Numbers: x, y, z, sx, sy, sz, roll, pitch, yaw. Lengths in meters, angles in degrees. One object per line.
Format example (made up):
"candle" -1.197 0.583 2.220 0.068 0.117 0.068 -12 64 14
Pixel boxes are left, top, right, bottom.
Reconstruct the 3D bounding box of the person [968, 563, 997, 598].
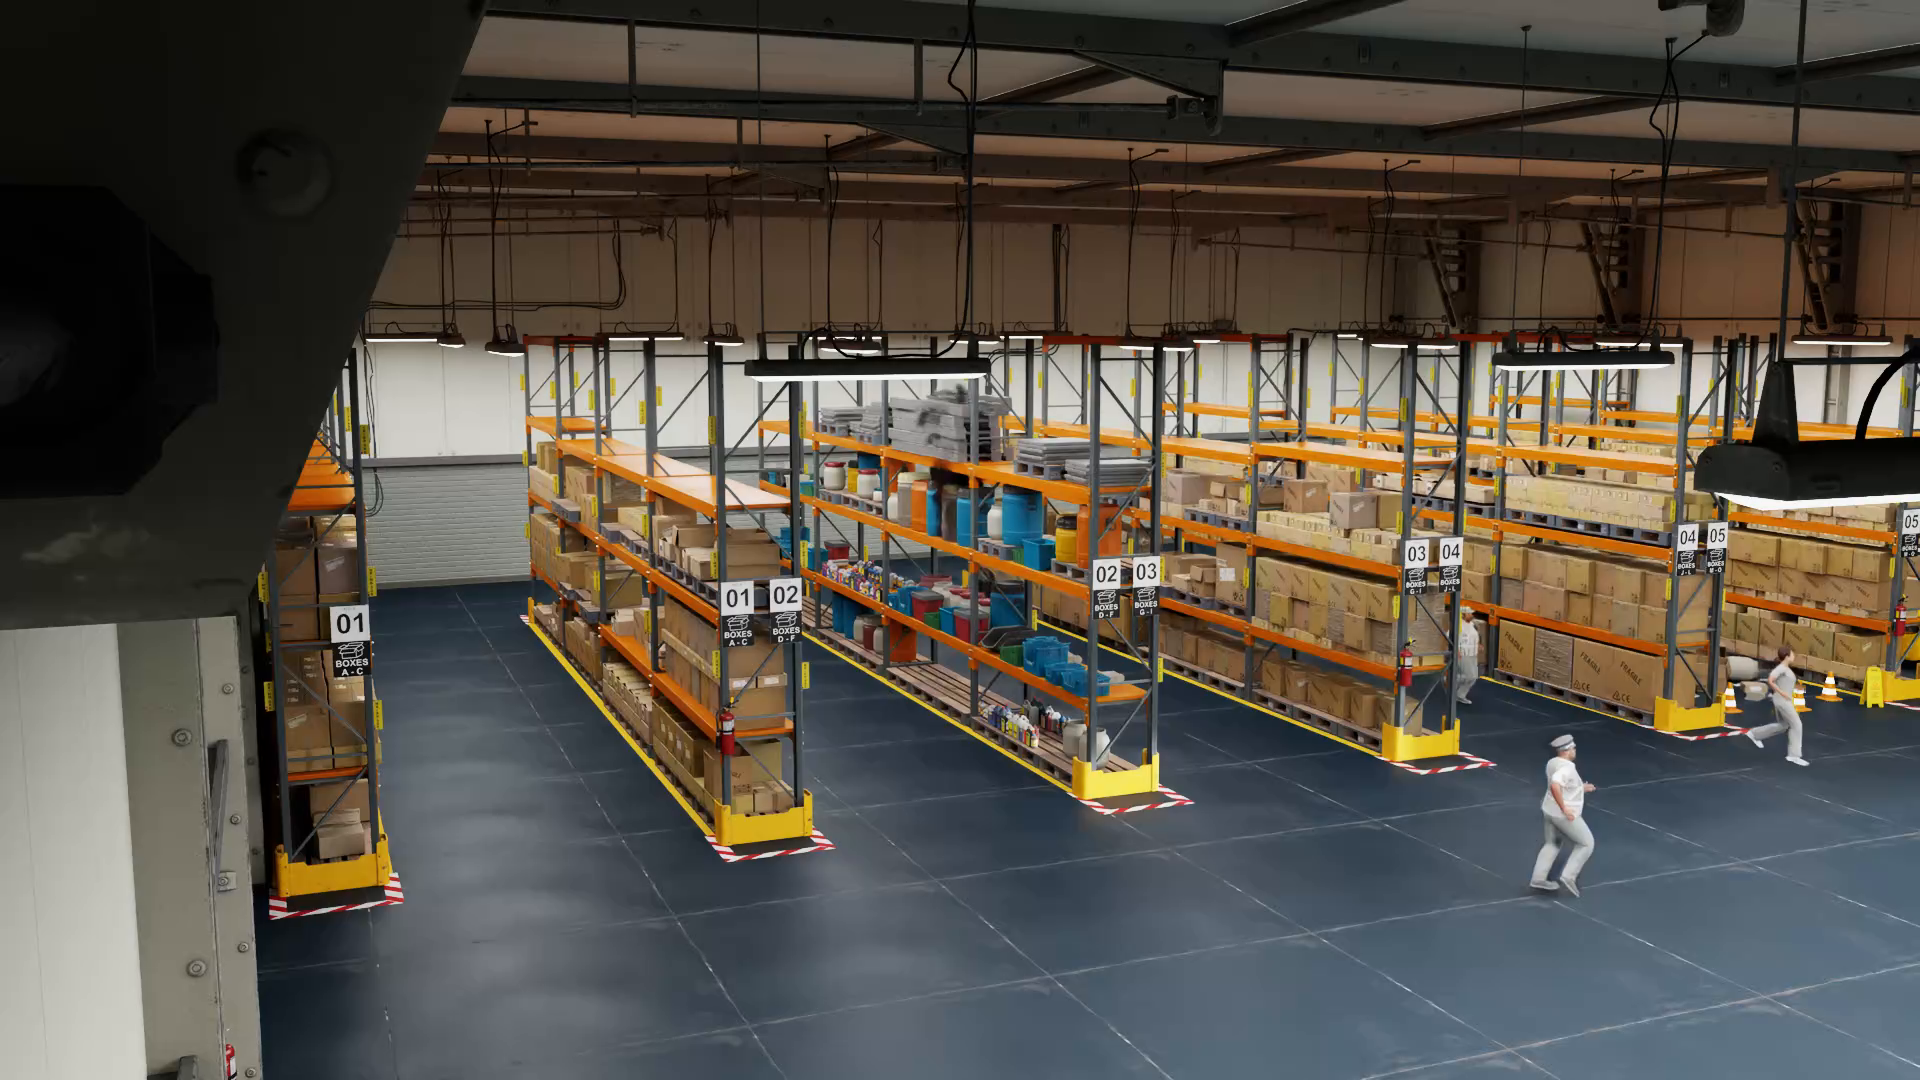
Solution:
"person" 0.494 1.186 32.492 0.658 1.672 0.608 -5 9 -32

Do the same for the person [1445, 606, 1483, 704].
"person" 8.343 1.896 27.422 0.607 1.624 0.547 -6 10 -39

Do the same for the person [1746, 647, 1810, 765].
"person" 11.862 2.353 24.030 0.872 1.655 0.594 4 9 30

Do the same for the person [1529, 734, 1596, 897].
"person" 6.668 3.034 18.331 0.692 1.811 0.646 -1 8 -8
